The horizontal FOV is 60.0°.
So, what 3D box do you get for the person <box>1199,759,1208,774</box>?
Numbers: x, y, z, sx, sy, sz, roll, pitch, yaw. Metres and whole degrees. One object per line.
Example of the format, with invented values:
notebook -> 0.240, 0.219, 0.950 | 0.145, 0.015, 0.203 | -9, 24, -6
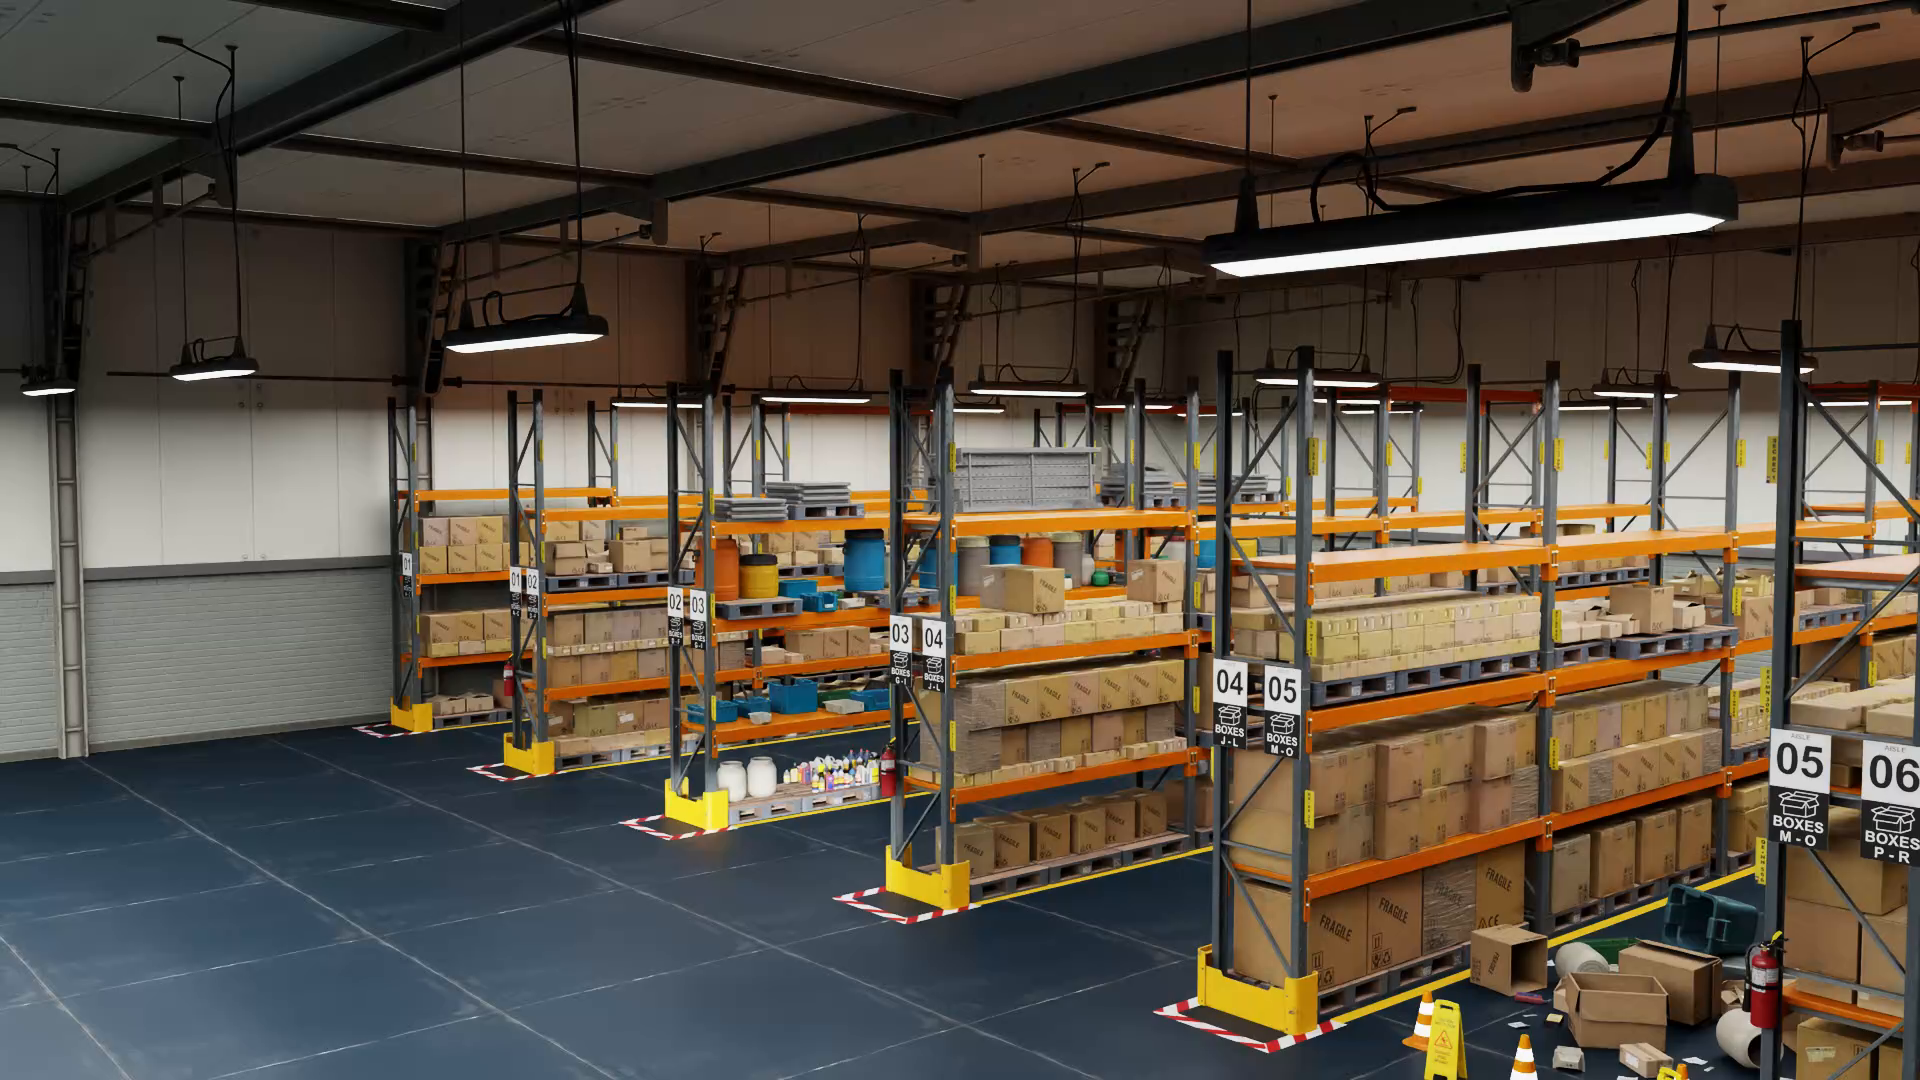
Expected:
person -> 3.750, 2.873, 25.115 | 0.533, 1.733, 0.680 | 0, 3, 8
